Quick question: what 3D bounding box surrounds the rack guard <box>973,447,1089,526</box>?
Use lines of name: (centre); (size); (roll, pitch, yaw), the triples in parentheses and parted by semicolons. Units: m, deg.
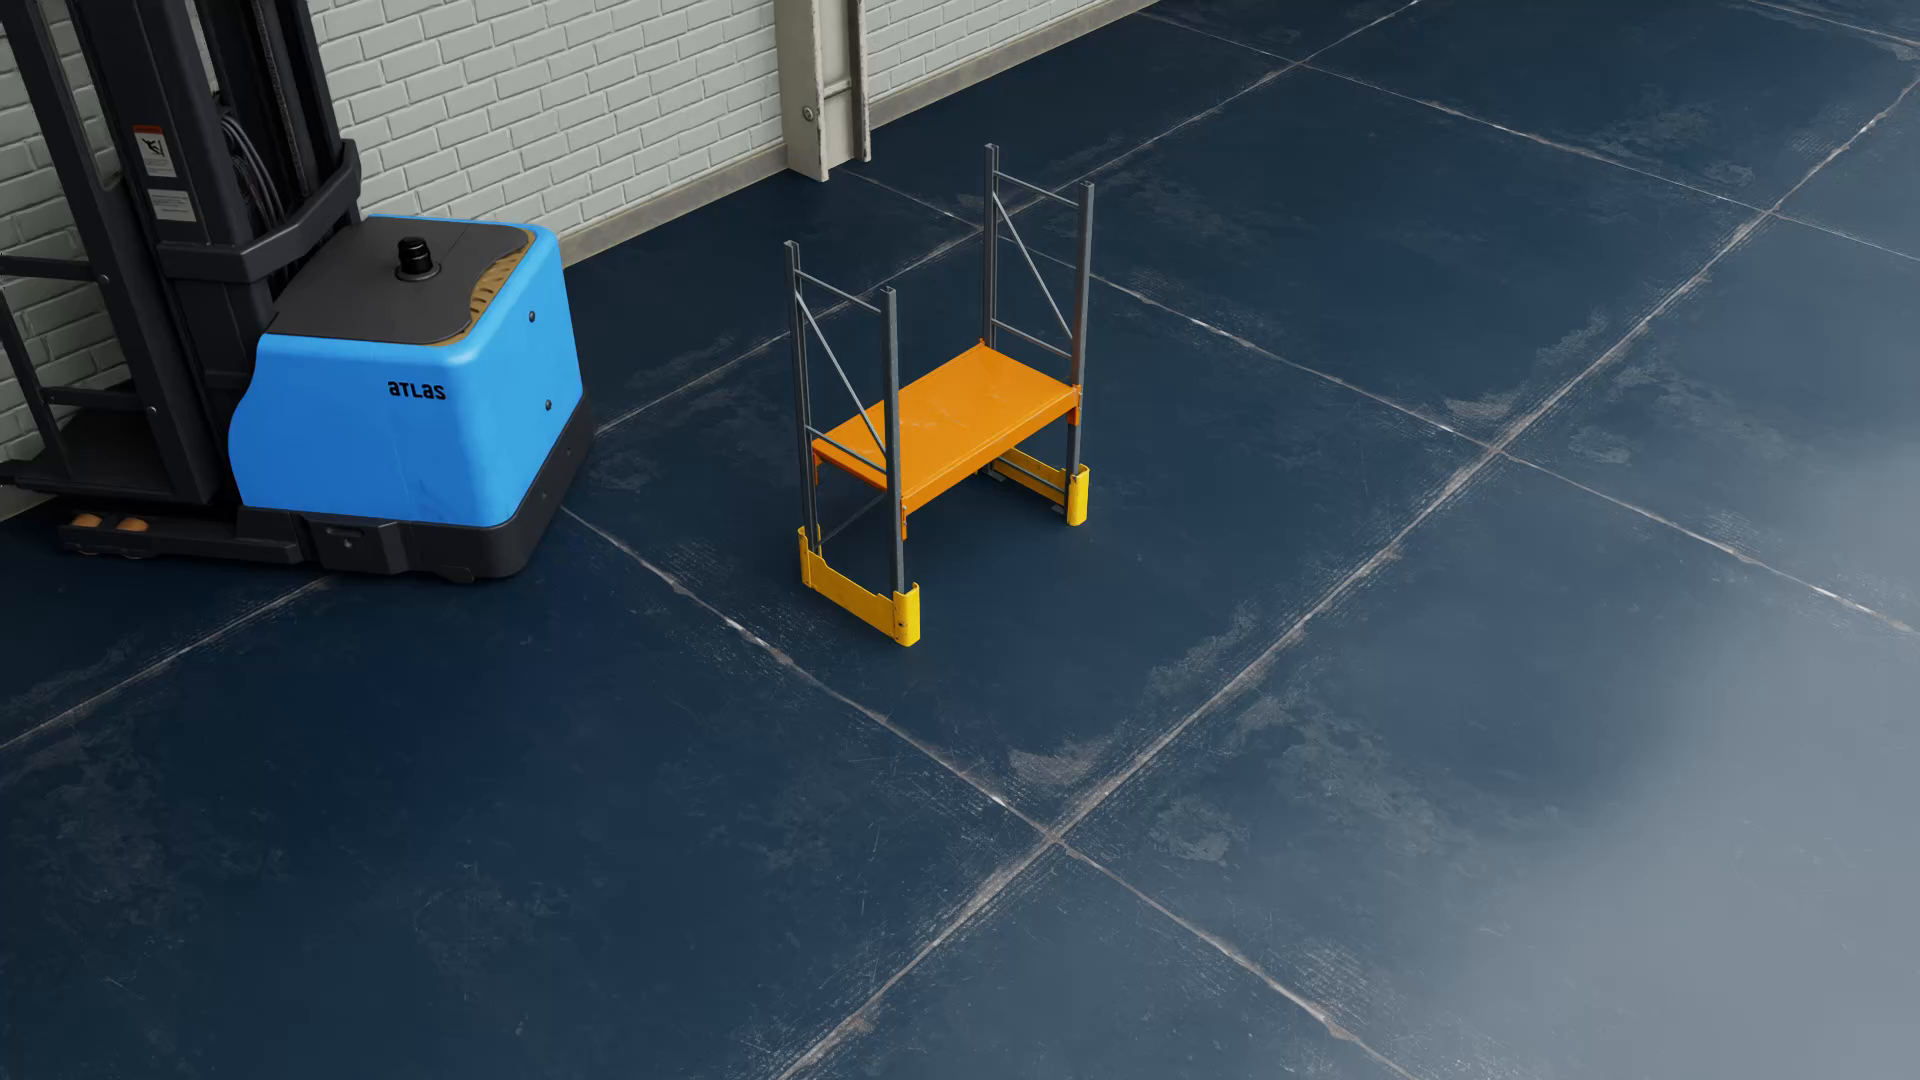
rack guard: (0.285, -0.292, 6.916); (0.587, 0.250, 0.087); (30, 47, 32)

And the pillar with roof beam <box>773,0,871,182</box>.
pillar with roof beam: (2.429, -3.861, 4.375); (9.100, 9.000, 0.400); (30, 47, 32)

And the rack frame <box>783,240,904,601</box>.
rack frame: (-0.400, -0.314, 5.940); (0.500, 1.500, 0.032); (30, 47, 32)

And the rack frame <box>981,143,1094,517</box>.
rack frame: (0.285, -0.781, 6.528); (0.500, 1.500, 0.032); (30, 47, 32)

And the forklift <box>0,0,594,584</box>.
forklift: (-3.140, -1.389, 6.142); (3.031, 2.935, 1.130); (5, 39, 6)

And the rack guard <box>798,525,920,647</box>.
rack guard: (-0.387, 0.166, 6.340); (0.587, 0.250, 0.087); (30, 47, 32)

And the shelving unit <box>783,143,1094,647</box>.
shelving unit: (-0.051, -0.552, 6.239); (0.587, 1.500, 1.083); (30, 47, 32)

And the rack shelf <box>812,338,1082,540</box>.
rack shelf: (-0.058, -0.407, 6.346); (0.538, 0.185, 1.000); (30, 47, 32)
